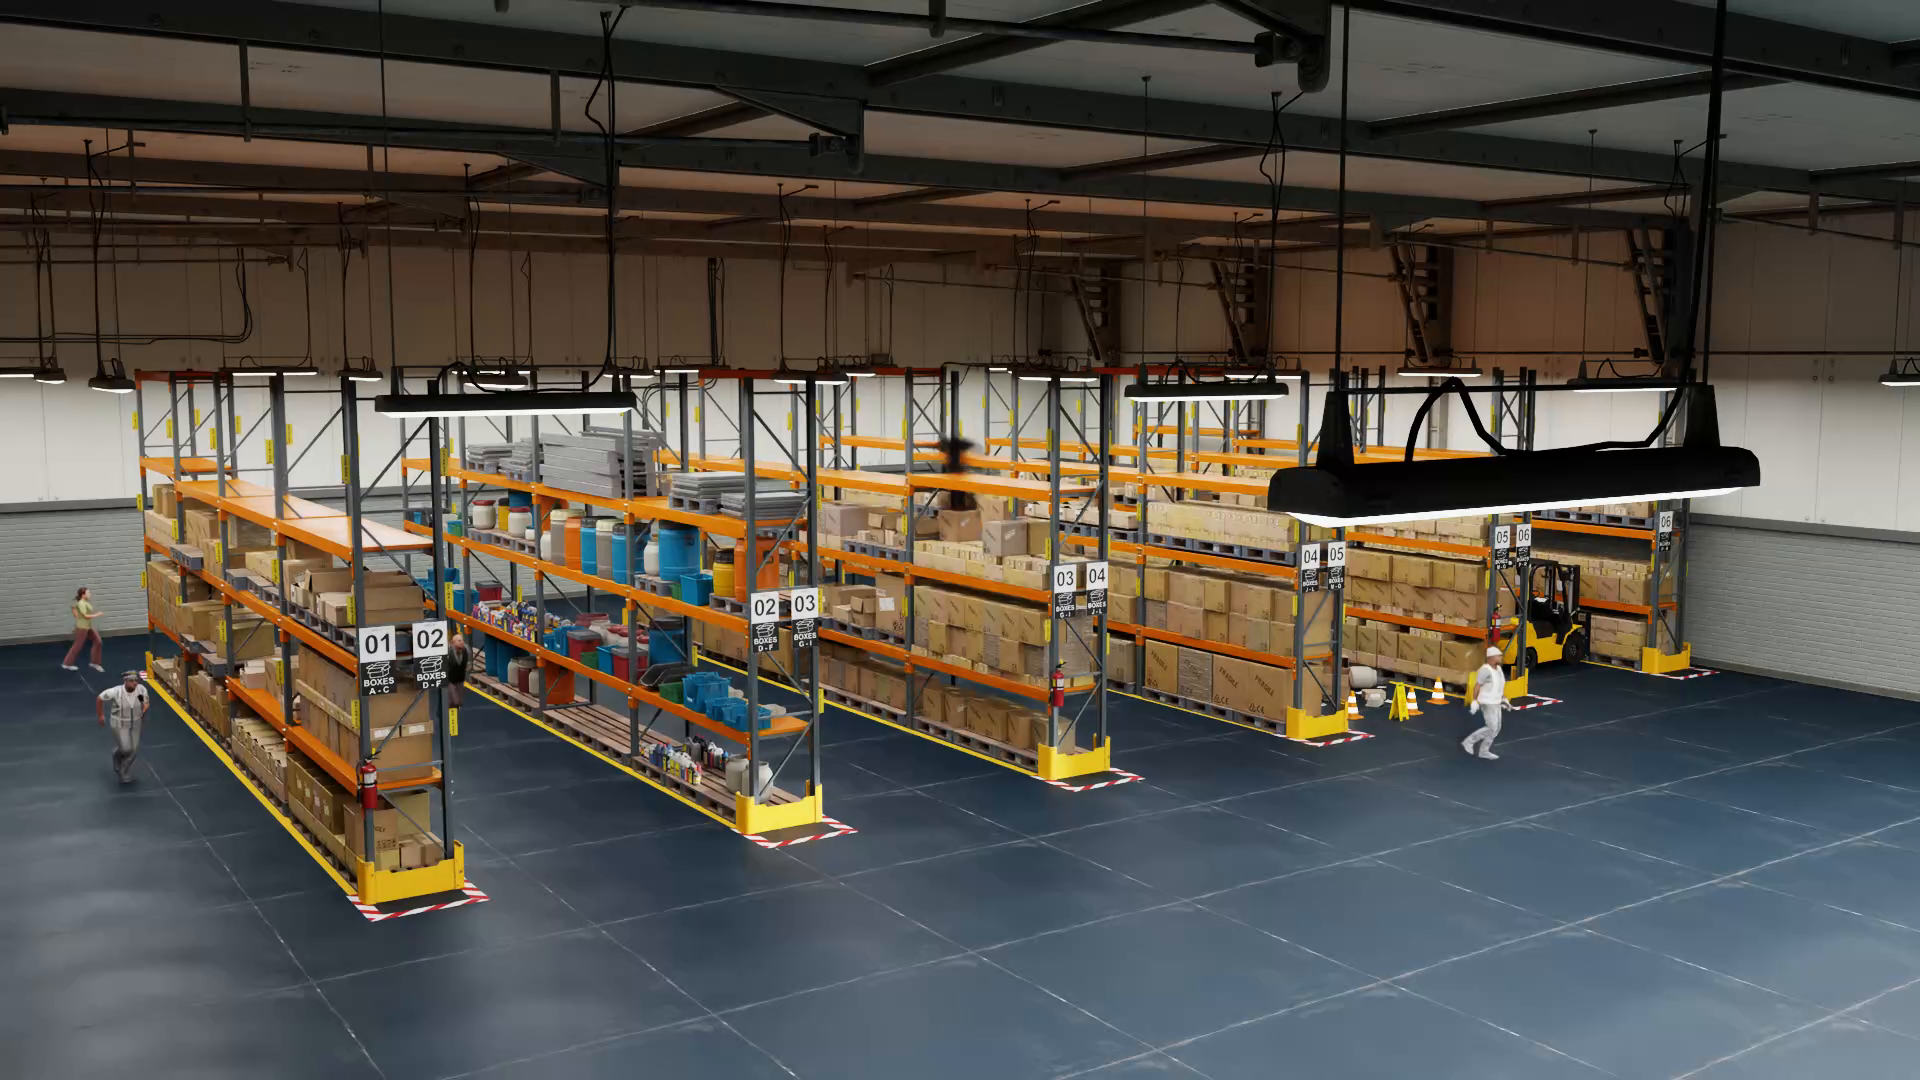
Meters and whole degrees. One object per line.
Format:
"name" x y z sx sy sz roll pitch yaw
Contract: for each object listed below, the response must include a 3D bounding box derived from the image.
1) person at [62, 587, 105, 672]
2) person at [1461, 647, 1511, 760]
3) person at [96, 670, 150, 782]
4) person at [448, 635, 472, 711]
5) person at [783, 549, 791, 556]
"person" -17.353 1.790 32.897 0.823 1.722 0.552 -2 7 -18
"person" 8.200 2.547 25.905 0.584 1.762 0.777 5 8 37
"person" -12.253 2.738 24.471 0.736 1.697 0.663 5 8 38
"person" -8.443 2.388 27.764 0.728 1.648 0.656 5 8 39
"person" -4.282 1.050 40.856 0.602 1.391 0.499 3 7 27
